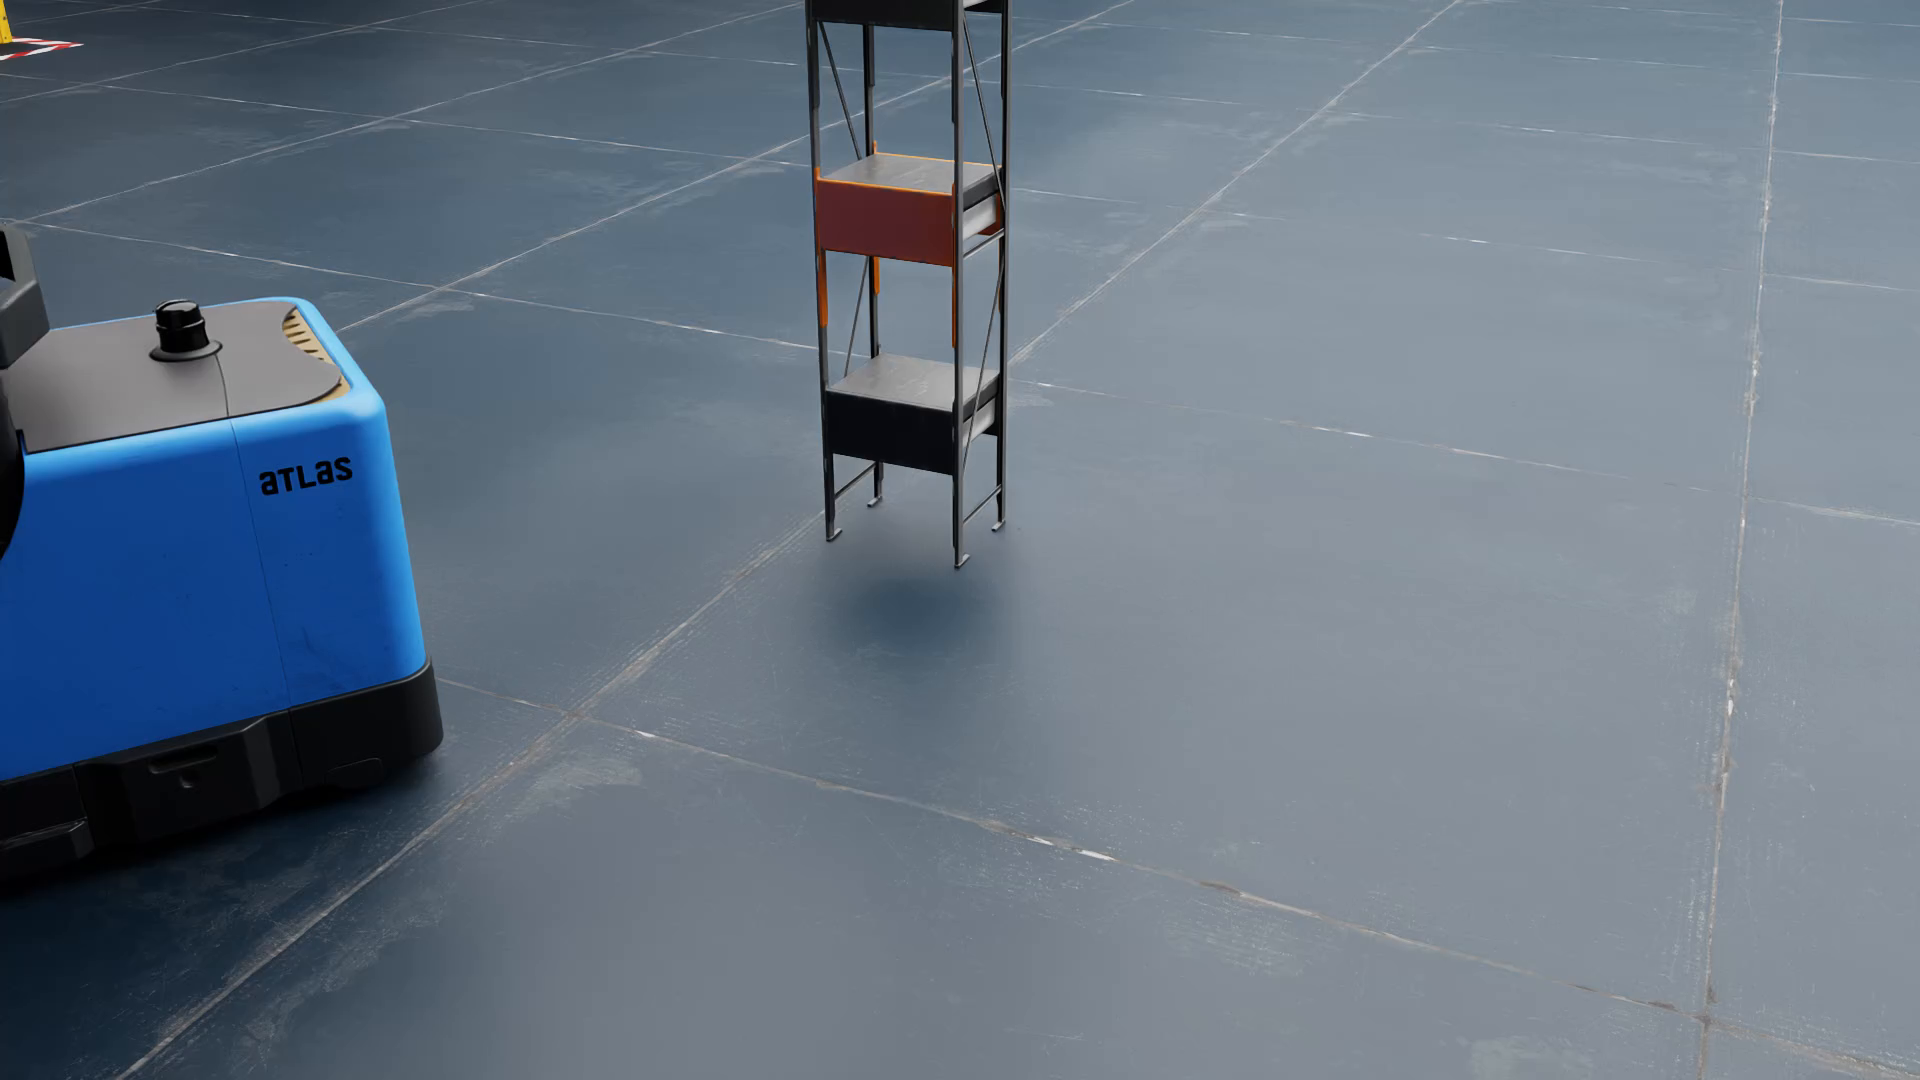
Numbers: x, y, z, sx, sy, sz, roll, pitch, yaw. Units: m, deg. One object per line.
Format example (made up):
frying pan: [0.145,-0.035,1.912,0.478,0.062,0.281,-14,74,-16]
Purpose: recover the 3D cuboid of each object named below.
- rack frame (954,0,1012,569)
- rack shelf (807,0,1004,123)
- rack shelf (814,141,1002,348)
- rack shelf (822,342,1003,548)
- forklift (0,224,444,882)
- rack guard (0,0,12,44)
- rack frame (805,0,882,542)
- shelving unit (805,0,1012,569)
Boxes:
rack frame: [0.071,-0.928,5.257,0.015,2.100,0.400,11,28,22]
rack shelf: [-0.151,-1.588,5.045,0.480,0.518,0.431,11,28,22]
rack shelf: [-0.151,-0.960,5.354,0.480,0.518,0.431,11,28,22]
rack shelf: [-0.151,-0.332,5.663,0.480,0.518,0.431,11,28,22]
forklift: [-2.931,-0.556,3.562,3.031,2.935,1.130,-14,30,-27]
rack guard: [-8.754,-4.437,14.195,0.348,0.500,1.175,11,28,22]
rack frame: [-0.373,-1.017,5.438,0.015,2.100,0.400,11,28,22]
shelving unit: [-0.151,-0.972,5.348,0.503,2.100,0.431,11,28,22]
